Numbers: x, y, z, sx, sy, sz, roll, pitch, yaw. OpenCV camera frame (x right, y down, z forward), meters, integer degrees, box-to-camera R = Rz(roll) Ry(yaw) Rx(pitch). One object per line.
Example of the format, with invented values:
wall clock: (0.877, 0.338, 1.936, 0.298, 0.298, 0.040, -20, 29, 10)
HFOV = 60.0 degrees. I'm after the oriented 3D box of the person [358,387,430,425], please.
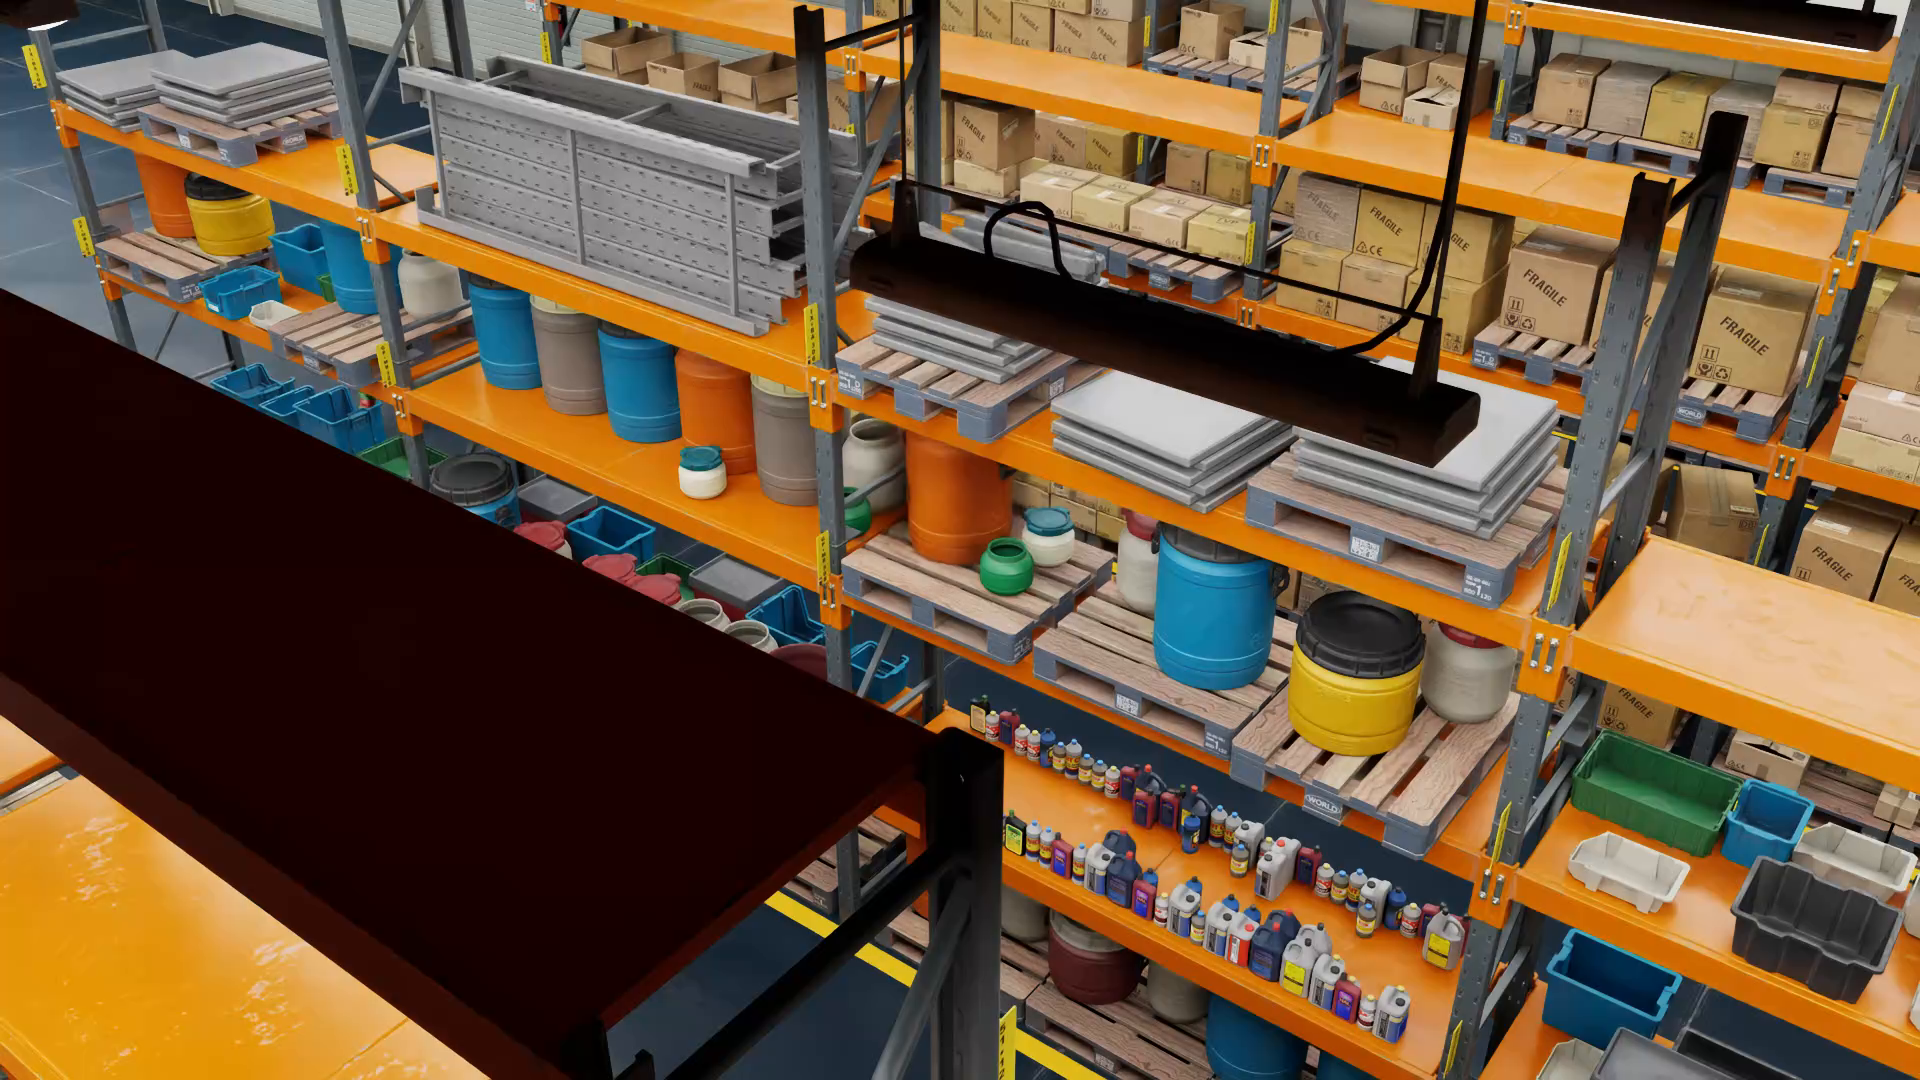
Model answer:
person: (-5.841, -1.893, 16.721, 0.946, 1.762, 0.535, -20, 37, -29)
